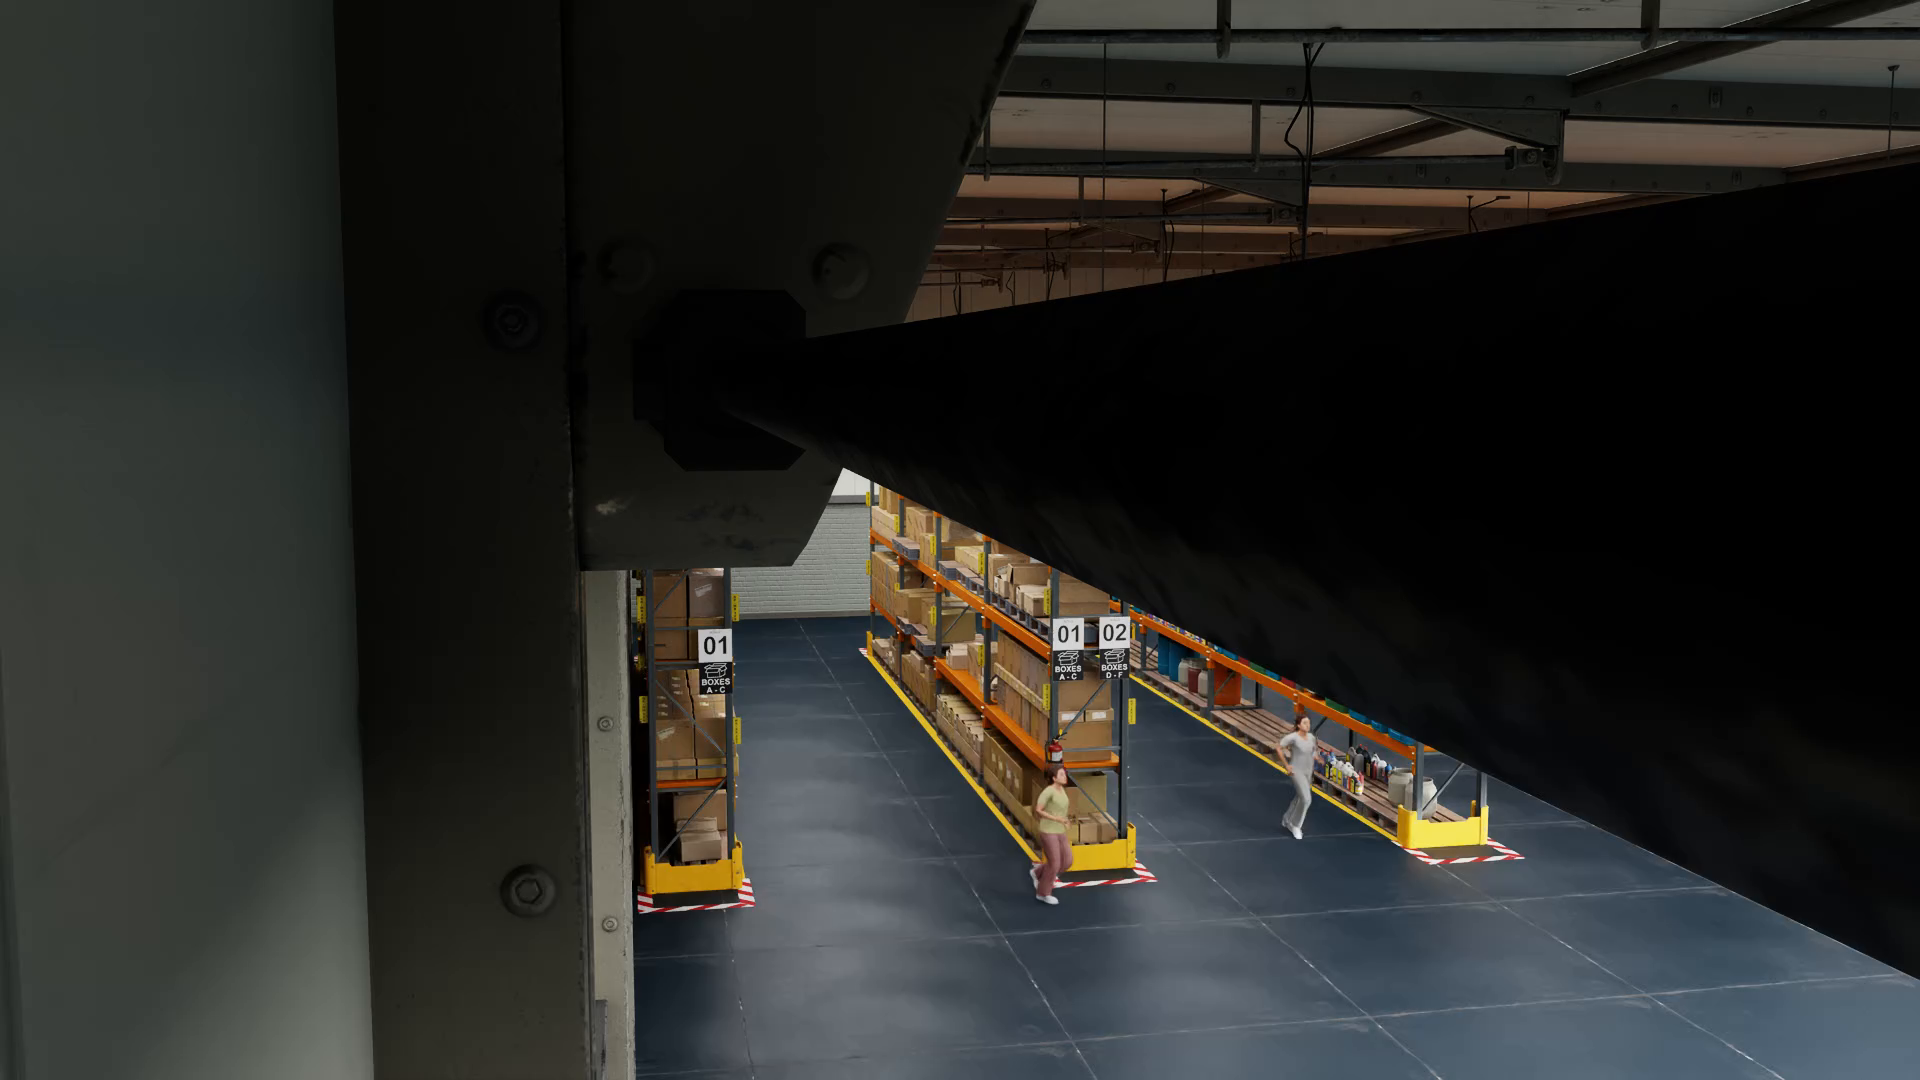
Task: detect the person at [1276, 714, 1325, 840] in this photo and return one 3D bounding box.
[{"bbox_3d":[4.589,3.177,22.397,0.542,1.694,0.700,-4,7,-31],"label":"person"}]

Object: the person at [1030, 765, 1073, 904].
[{"bbox_3d":[1.141,3.475,19.757,0.530,1.621,0.602,4,7,36],"label":"person"}]
